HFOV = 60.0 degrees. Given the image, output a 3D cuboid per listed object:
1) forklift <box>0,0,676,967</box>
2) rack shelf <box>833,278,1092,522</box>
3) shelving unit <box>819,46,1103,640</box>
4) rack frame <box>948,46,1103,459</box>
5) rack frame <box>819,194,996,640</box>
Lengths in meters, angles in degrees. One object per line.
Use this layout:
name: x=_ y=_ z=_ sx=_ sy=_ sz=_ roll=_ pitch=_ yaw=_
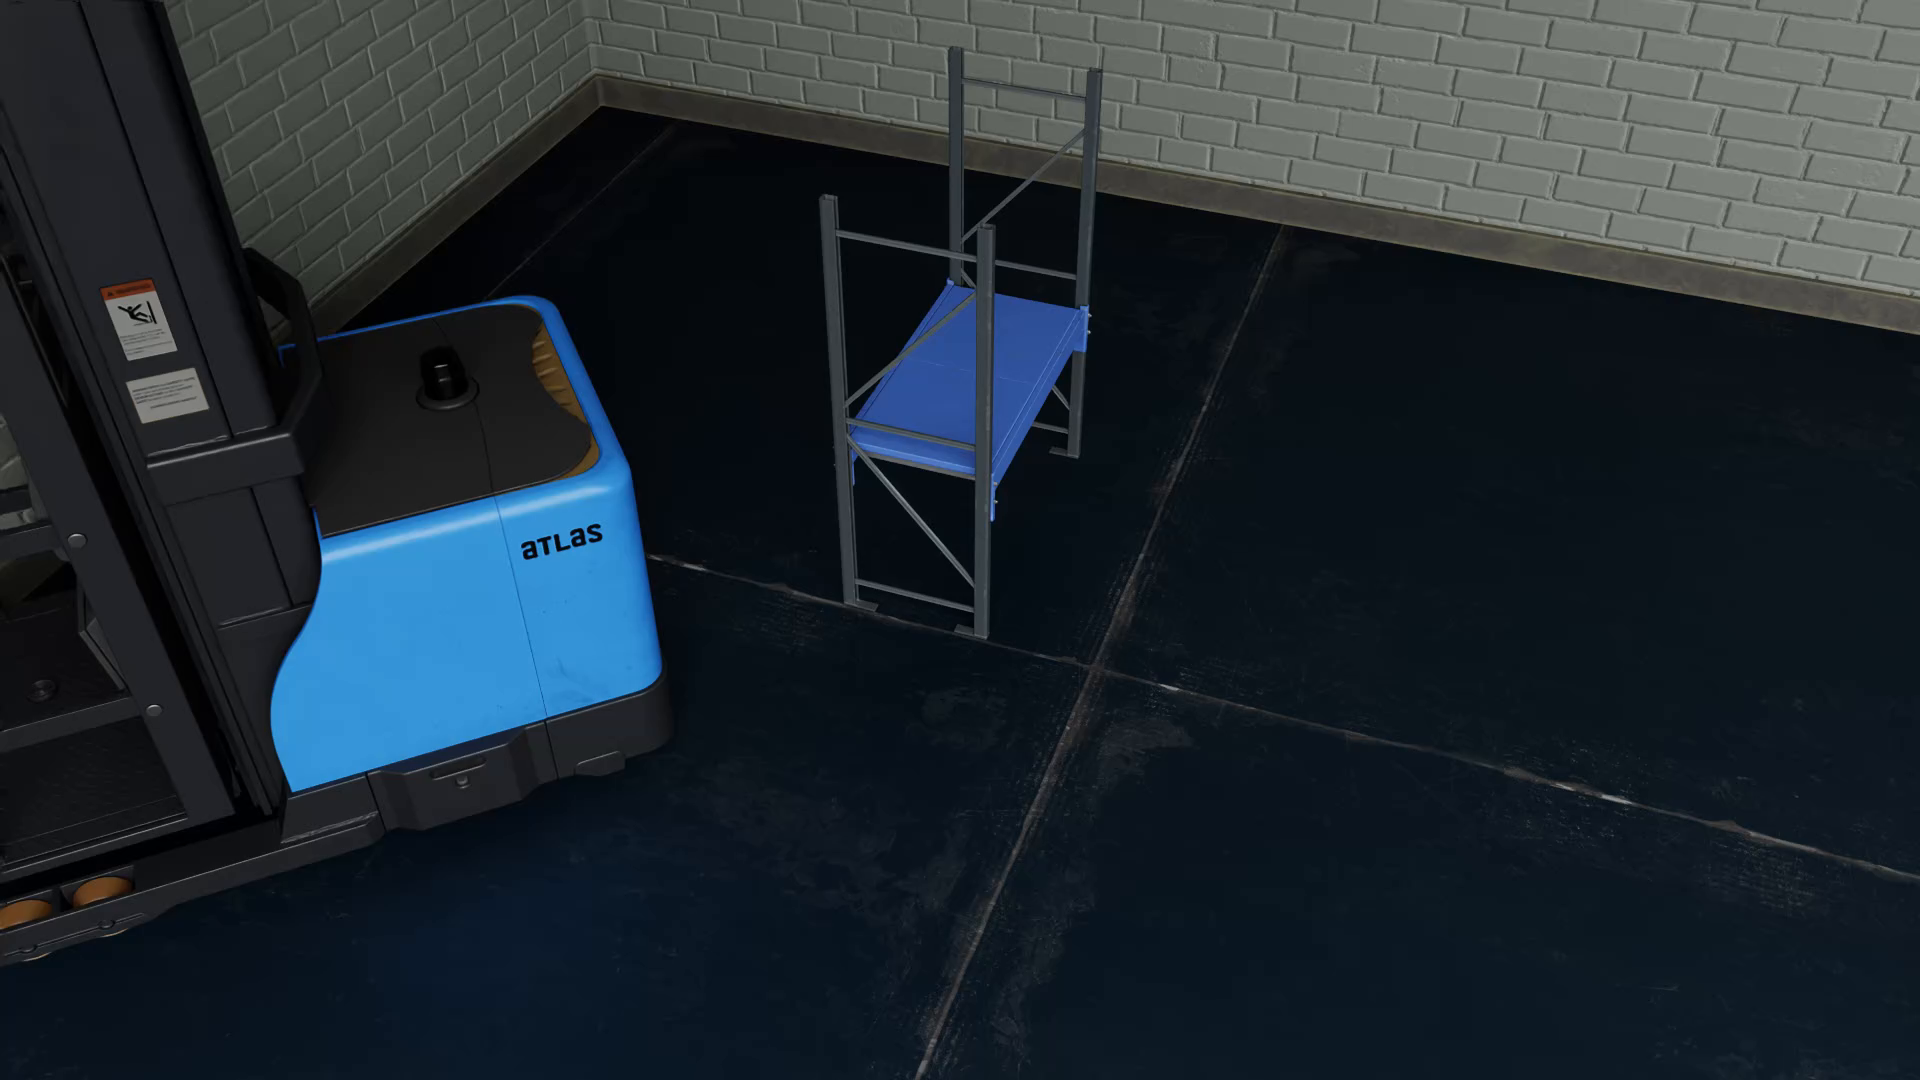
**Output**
forklift: x=-2.415 y=-0.386 z=3.944 sx=3.031 sy=2.935 sz=1.130 roll=-16 pitch=43 yaw=-18
rack shelf: x=0.029 y=-0.486 z=5.441 sx=0.538 sy=0.185 sz=1.000 roll=13 pitch=42 yaw=15
shelving unit: x=0.029 y=-0.623 z=5.324 sx=0.538 sy=1.500 sz=1.048 roll=13 pitch=42 yaw=15
rack frame: x=0.203 y=-0.933 z=5.688 sx=0.500 sy=1.500 sz=0.032 roll=13 pitch=42 yaw=15
rack frame: x=-0.145 y=-0.313 z=4.961 sx=0.500 sy=1.500 sz=0.032 roll=13 pitch=42 yaw=15
